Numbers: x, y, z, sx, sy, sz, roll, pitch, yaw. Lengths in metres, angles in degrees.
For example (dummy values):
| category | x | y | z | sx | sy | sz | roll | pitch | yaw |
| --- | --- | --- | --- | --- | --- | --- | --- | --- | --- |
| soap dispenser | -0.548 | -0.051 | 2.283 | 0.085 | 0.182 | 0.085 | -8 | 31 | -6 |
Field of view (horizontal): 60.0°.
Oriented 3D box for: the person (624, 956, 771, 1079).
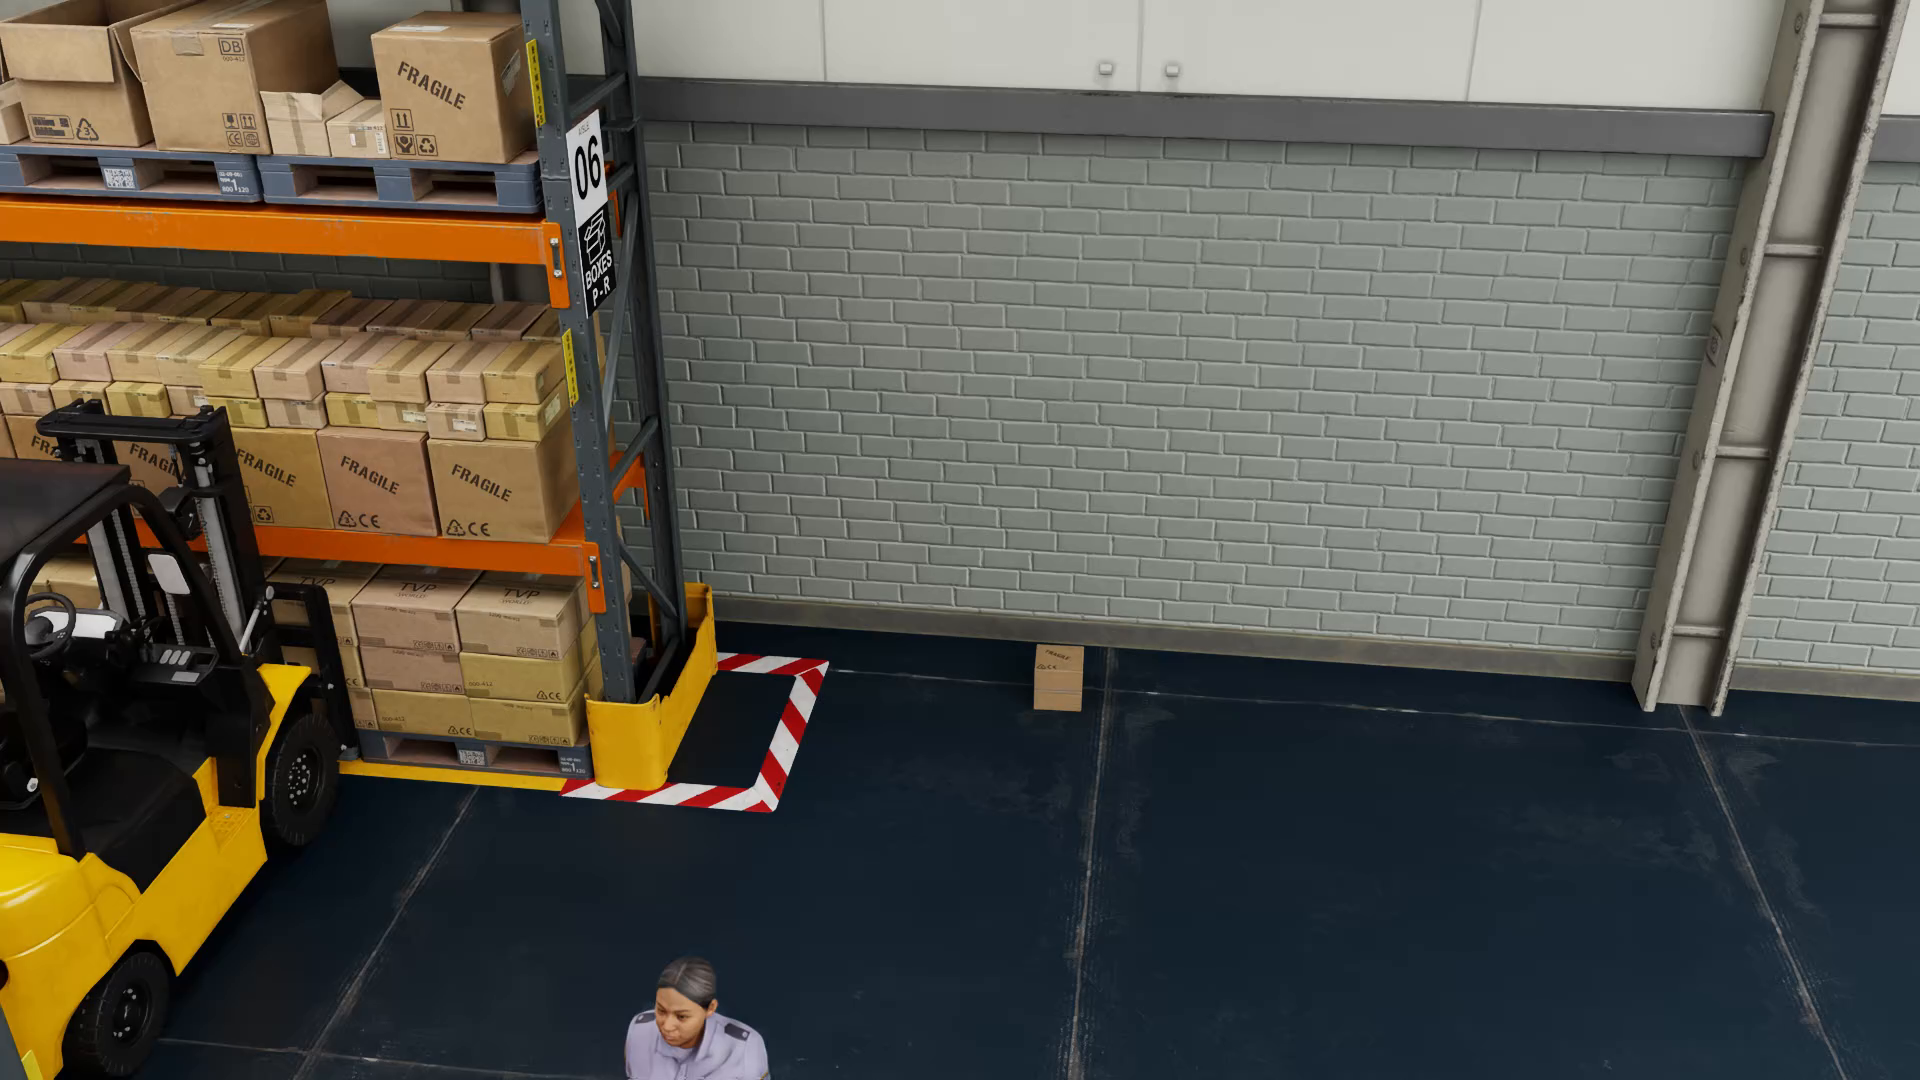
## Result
| category | x | y | z | sx | sy | sz | roll | pitch | yaw |
| --- | --- | --- | --- | --- | --- | --- | --- | --- | --- |
| person | -0.795 | 1.978 | 4.991 | 0.490 | 1.626 | 0.856 | 4 | 29 | 7 |
